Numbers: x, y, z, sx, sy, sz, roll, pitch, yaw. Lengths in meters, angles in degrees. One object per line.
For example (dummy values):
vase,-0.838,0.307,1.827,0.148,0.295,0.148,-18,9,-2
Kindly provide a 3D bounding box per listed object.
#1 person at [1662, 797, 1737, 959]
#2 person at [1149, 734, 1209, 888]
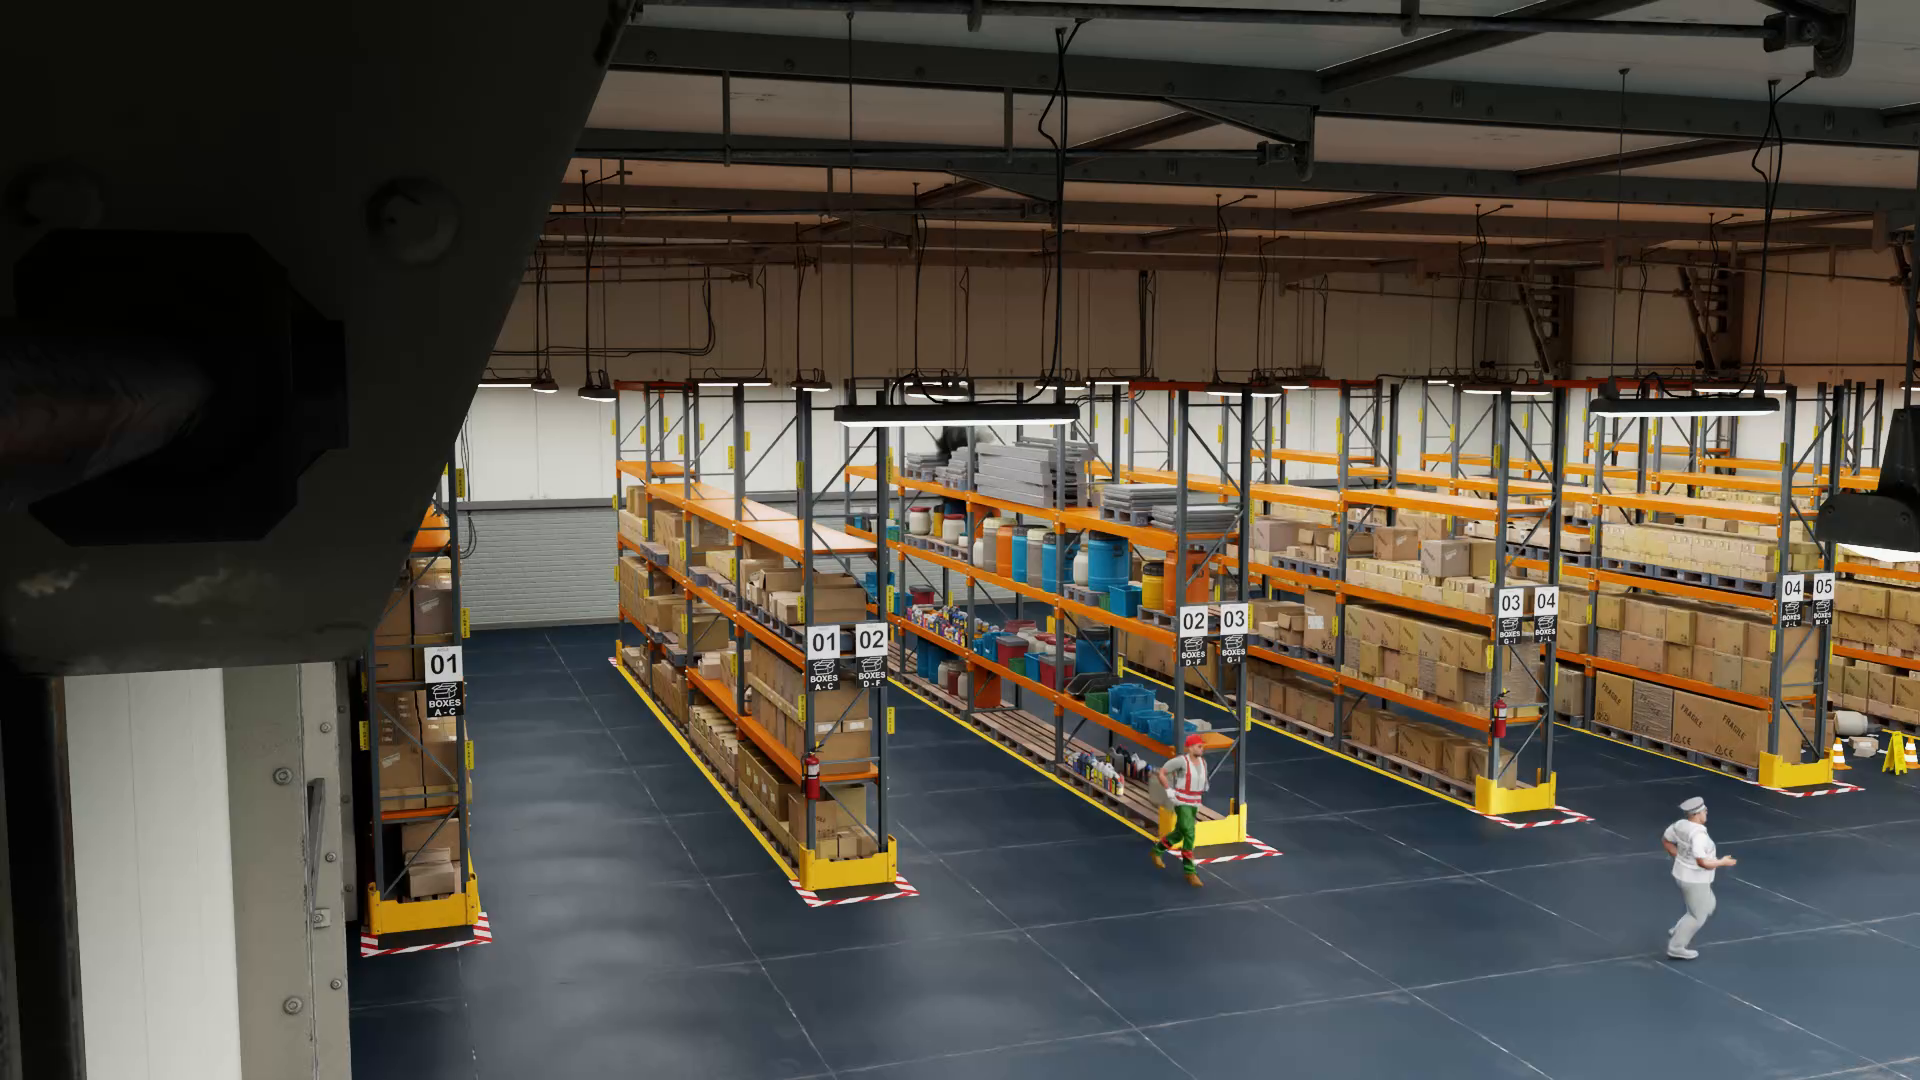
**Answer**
person,7.878,3.592,17.697,0.638,1.760,0.640,0,6,3
person,2.808,3.275,20.583,0.684,1.772,0.967,-6,8,-43
